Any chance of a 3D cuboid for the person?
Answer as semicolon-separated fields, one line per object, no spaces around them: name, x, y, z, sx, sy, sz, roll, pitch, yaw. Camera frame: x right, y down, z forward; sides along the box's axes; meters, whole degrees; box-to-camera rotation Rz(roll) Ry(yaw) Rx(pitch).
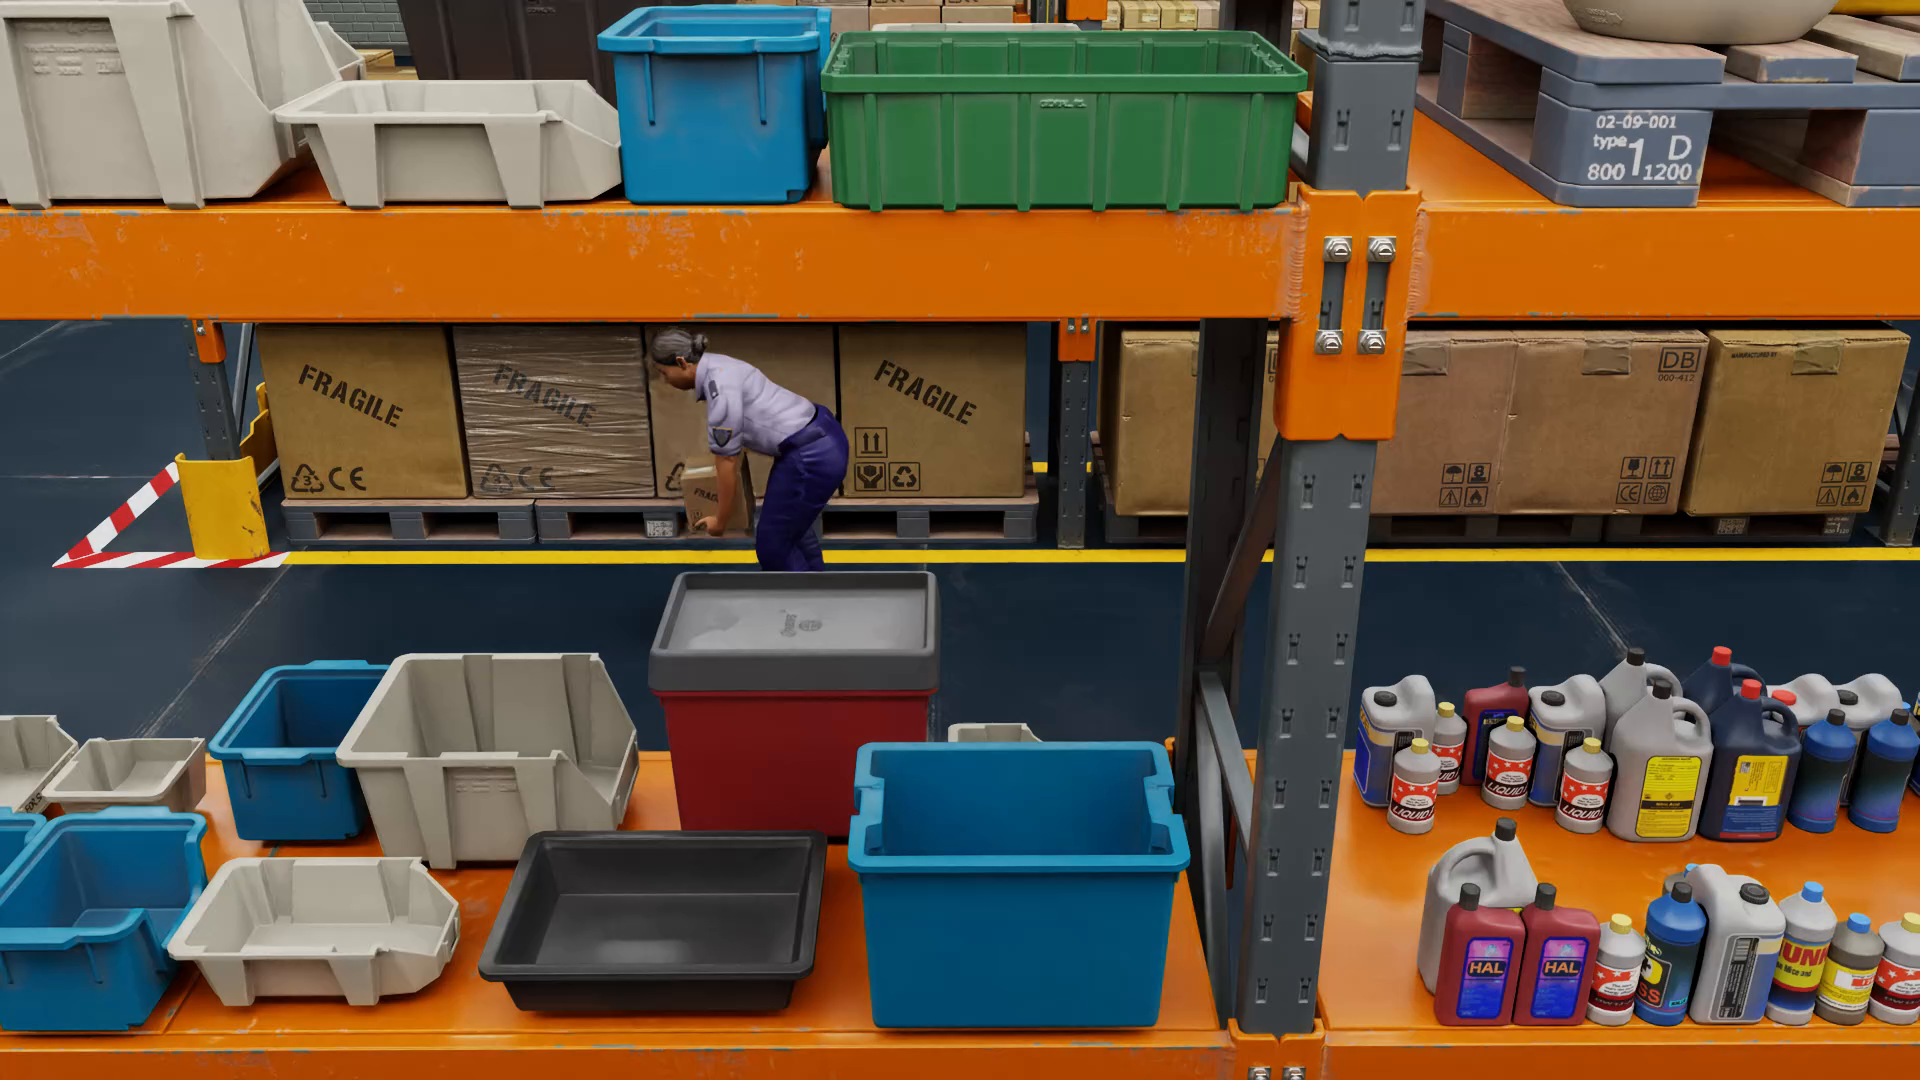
person;-0.852;-0.223;6.952;0.783;1.381;0.439;-1;24;-2
